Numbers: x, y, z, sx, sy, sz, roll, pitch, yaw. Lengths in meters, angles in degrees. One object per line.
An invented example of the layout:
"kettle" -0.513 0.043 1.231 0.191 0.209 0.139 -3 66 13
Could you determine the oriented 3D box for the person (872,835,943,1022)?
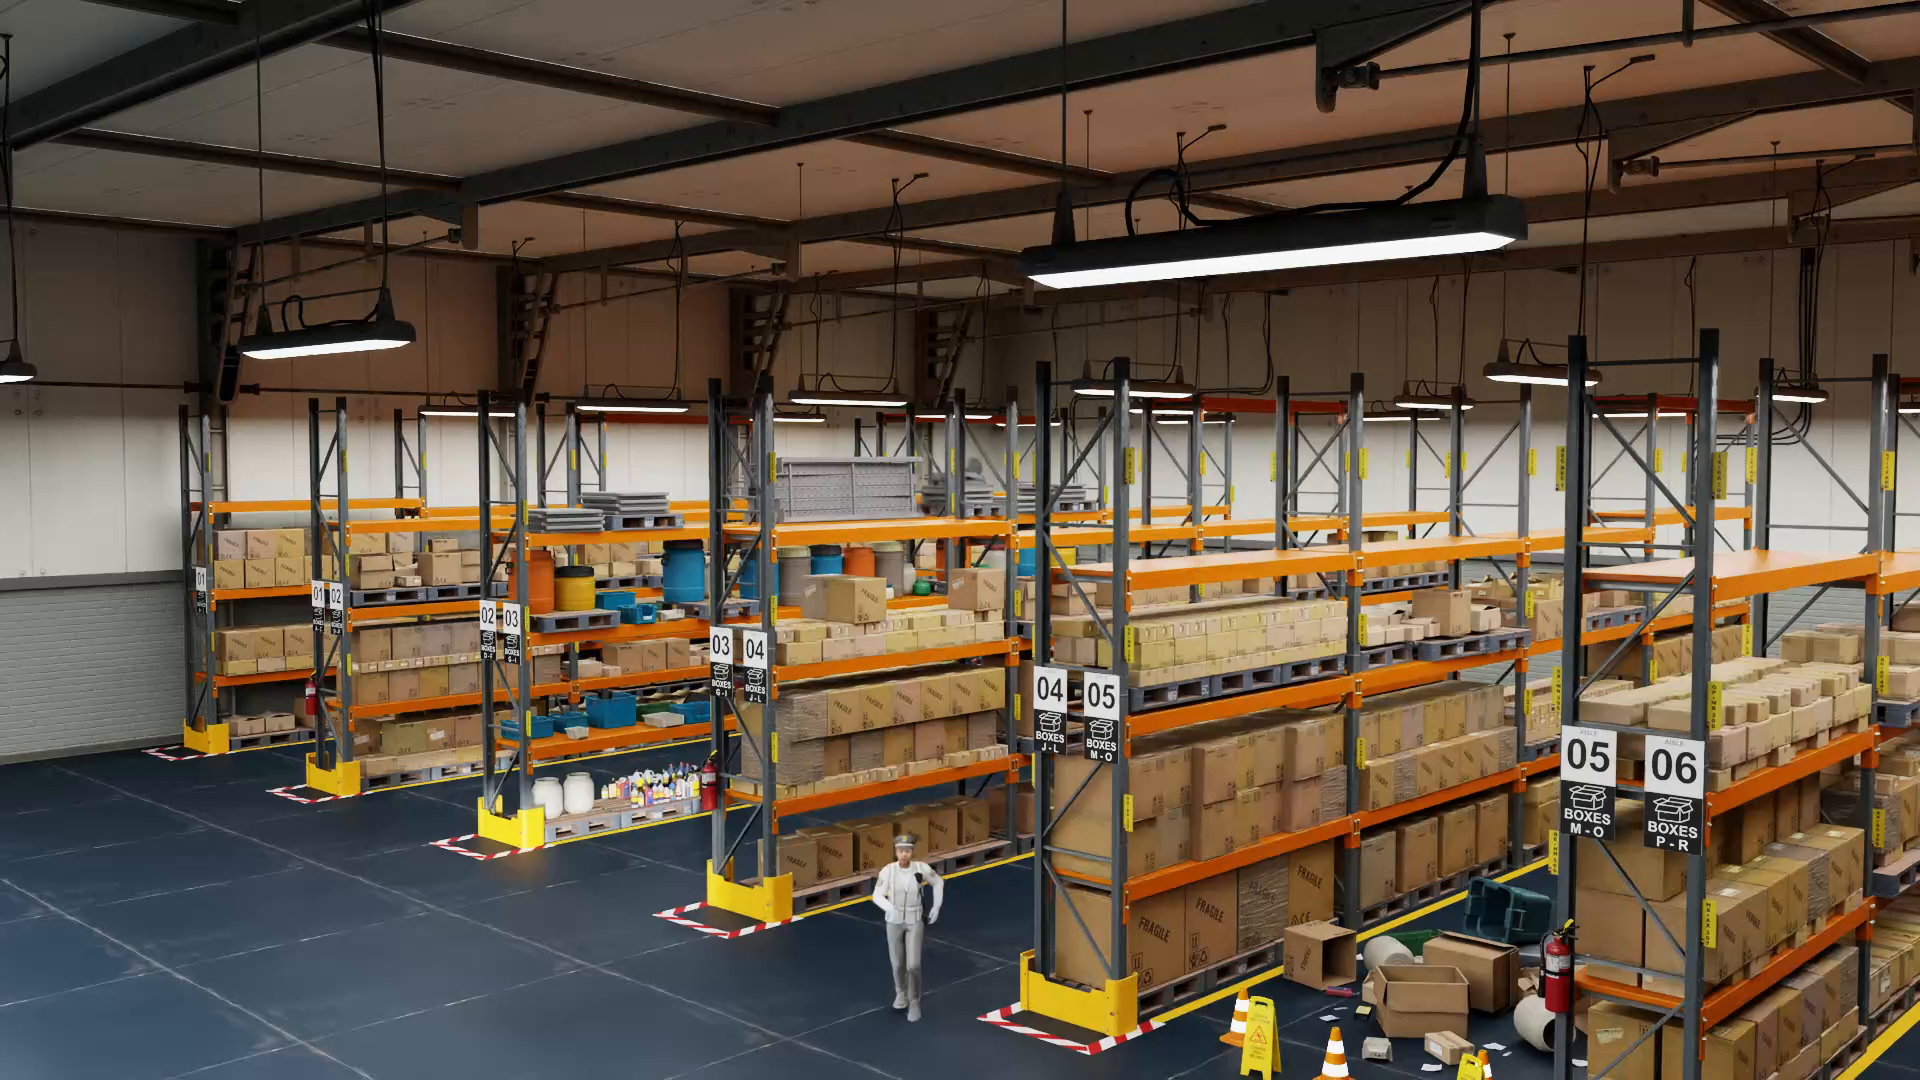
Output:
"person" -0.479 3.540 15.198 0.631 1.734 0.701 0 3 3
